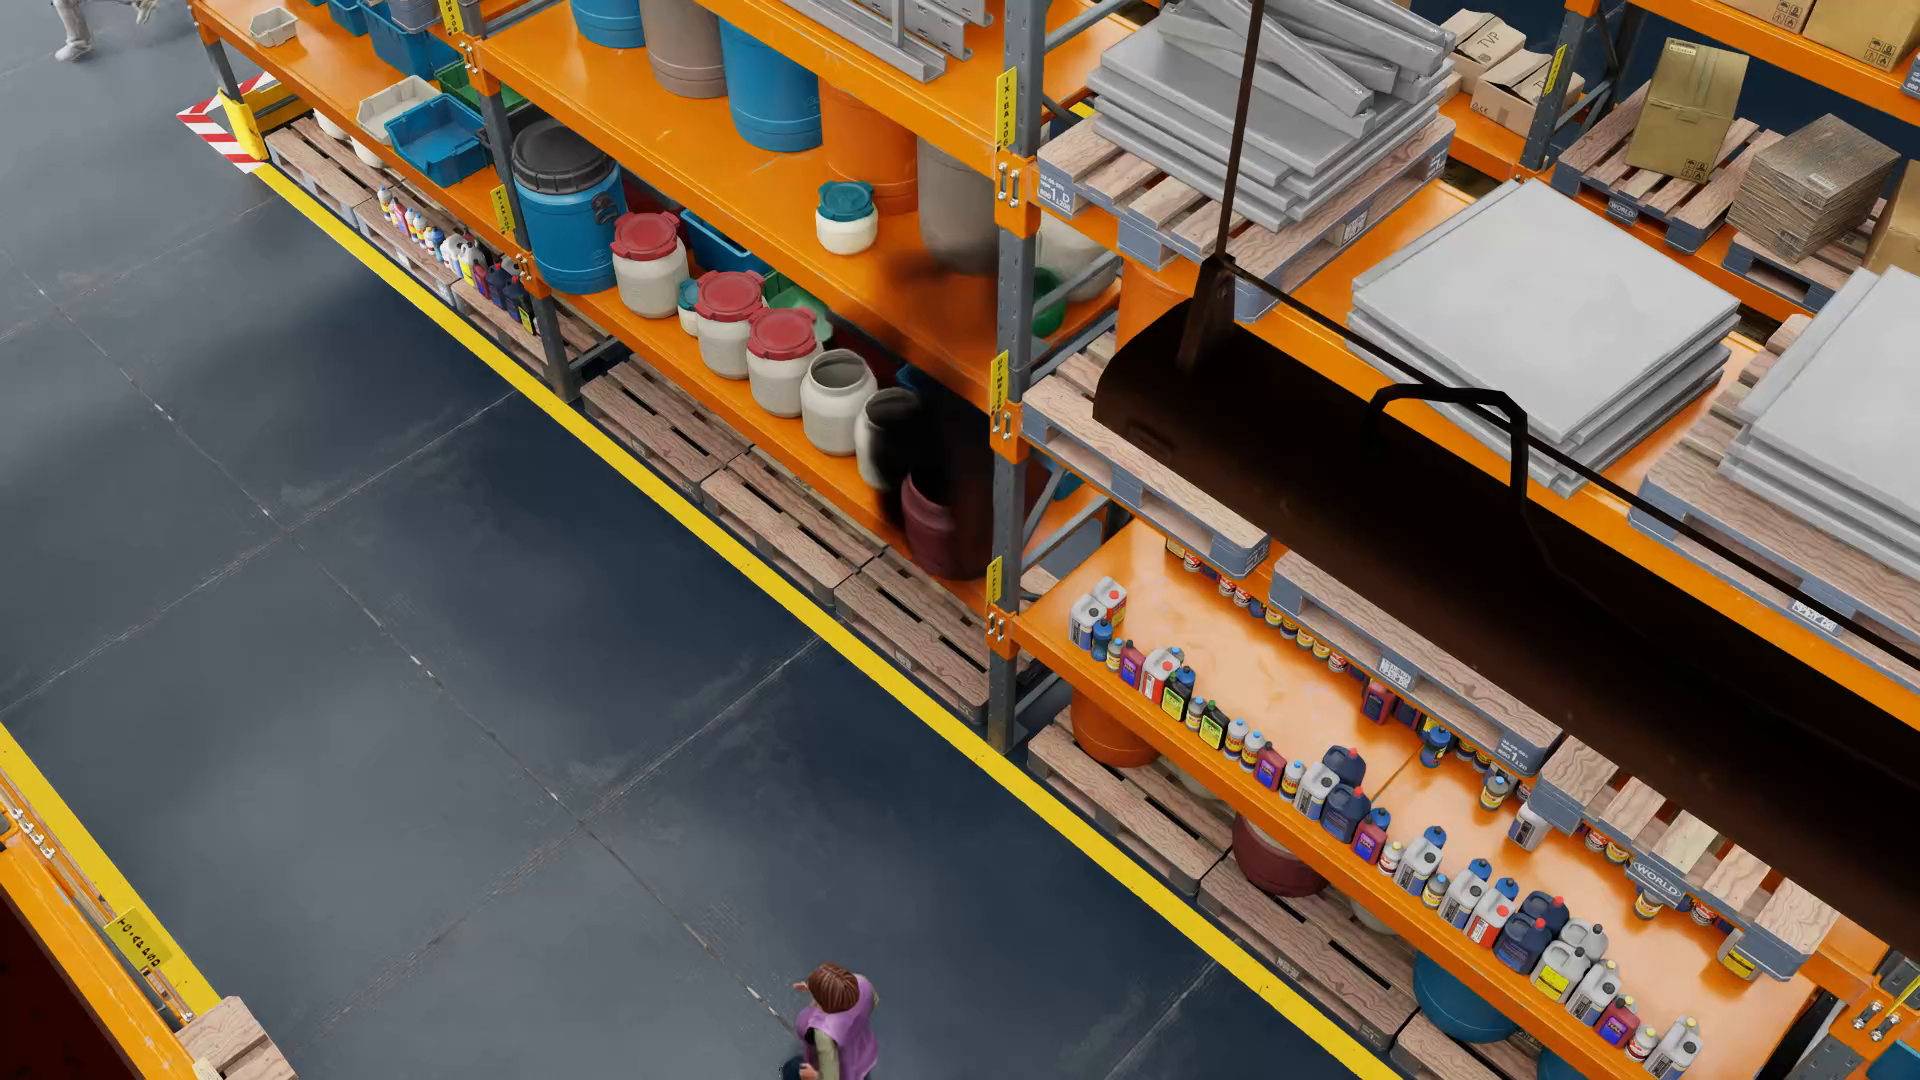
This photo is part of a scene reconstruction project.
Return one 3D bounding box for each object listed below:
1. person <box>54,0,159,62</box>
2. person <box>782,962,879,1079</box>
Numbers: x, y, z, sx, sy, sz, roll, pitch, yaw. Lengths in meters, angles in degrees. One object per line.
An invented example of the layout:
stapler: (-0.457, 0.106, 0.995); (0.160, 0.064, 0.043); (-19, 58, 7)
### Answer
person: (-7.018, -4.640, 13.137); (0.927, 1.785, 0.668); (-16, 52, -13)
person: (-0.570, 2.301, 7.444); (0.586, 1.536, 0.508); (30, 56, 22)
